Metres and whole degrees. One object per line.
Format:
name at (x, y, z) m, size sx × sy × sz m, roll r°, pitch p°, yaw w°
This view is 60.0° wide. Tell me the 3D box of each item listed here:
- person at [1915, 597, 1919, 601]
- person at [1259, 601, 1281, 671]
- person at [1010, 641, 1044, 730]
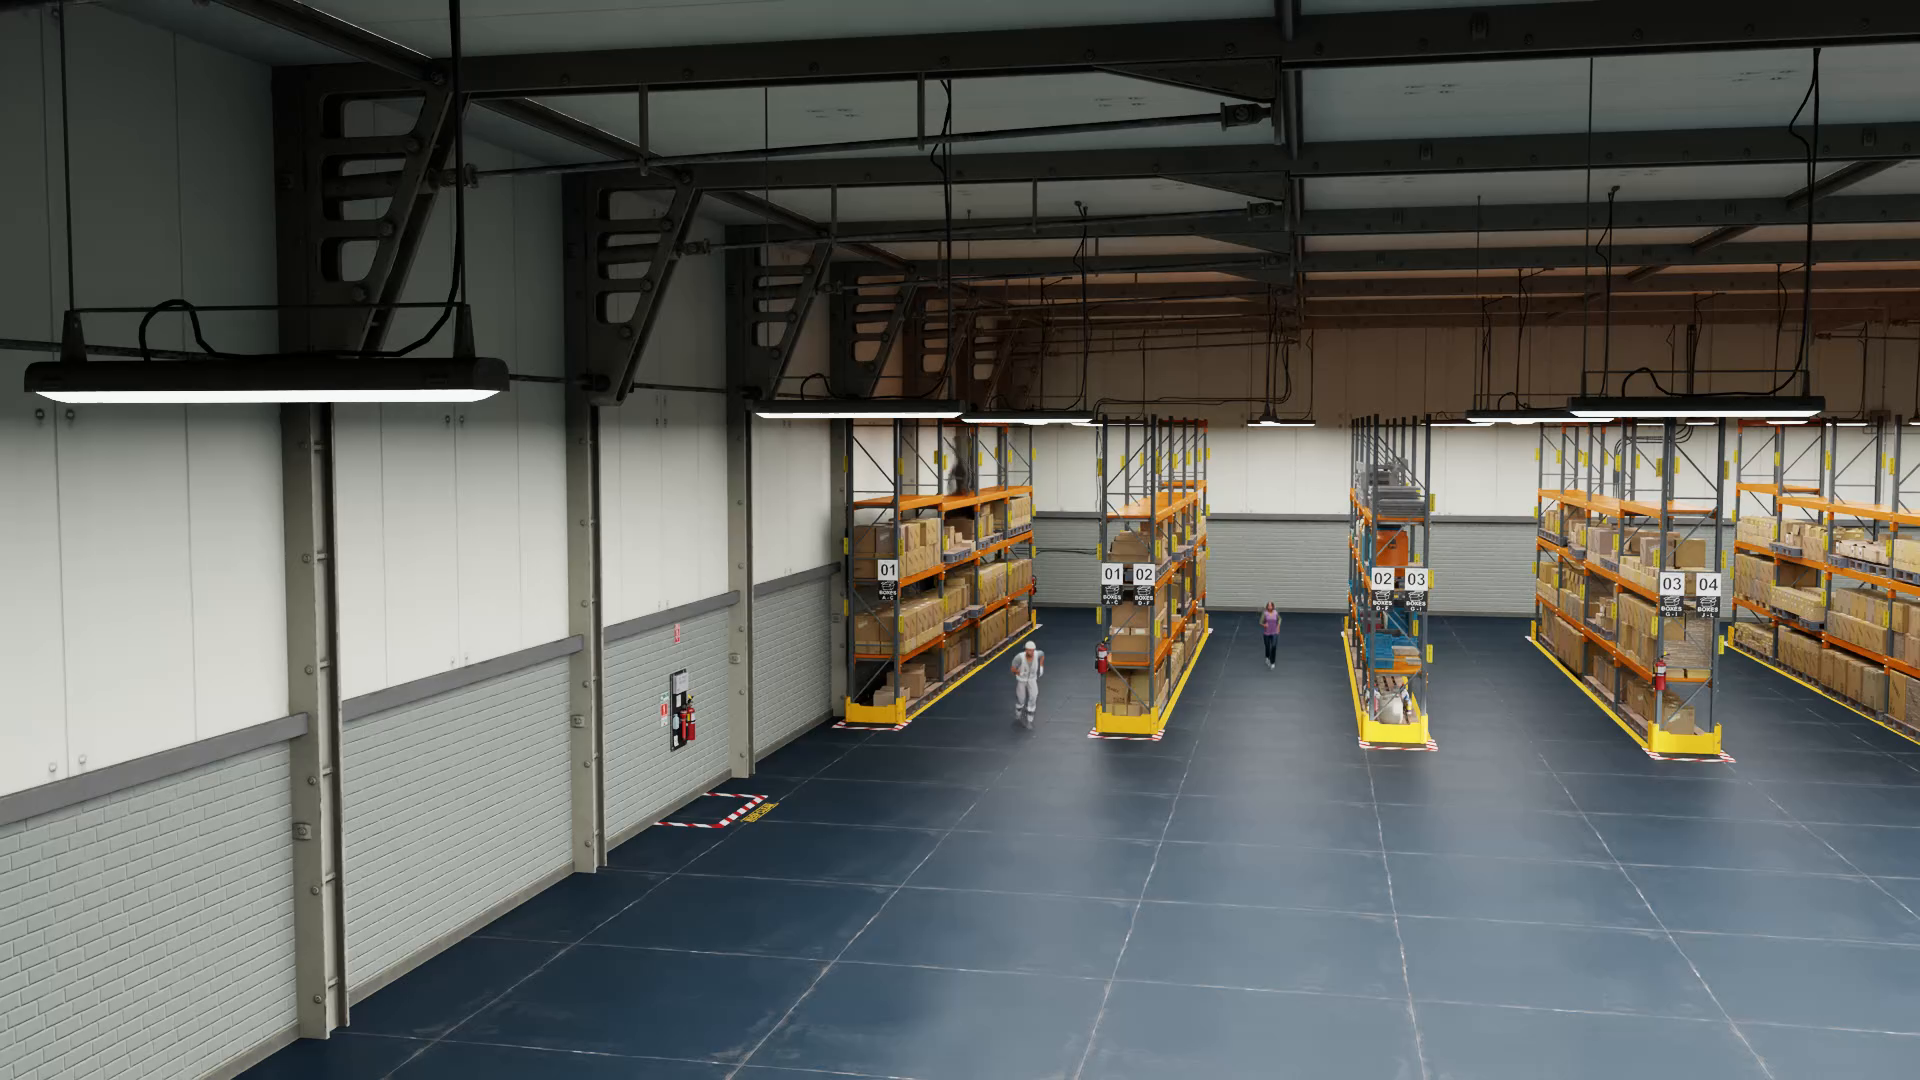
person at (25.816, 1.898, 44.232) m, size 0.767 × 1.803 × 0.736 m, roll 2°, pitch 4°, yaw 27°
person at (7.417, 2.266, 39.763) m, size 0.537 × 1.609 × 0.870 m, roll 0°, pitch 4°, yaw 6°
person at (1.273, 2.769, 32.049) m, size 0.705 × 1.731 × 1.039 m, roll -1°, pitch 4°, yaw -14°
